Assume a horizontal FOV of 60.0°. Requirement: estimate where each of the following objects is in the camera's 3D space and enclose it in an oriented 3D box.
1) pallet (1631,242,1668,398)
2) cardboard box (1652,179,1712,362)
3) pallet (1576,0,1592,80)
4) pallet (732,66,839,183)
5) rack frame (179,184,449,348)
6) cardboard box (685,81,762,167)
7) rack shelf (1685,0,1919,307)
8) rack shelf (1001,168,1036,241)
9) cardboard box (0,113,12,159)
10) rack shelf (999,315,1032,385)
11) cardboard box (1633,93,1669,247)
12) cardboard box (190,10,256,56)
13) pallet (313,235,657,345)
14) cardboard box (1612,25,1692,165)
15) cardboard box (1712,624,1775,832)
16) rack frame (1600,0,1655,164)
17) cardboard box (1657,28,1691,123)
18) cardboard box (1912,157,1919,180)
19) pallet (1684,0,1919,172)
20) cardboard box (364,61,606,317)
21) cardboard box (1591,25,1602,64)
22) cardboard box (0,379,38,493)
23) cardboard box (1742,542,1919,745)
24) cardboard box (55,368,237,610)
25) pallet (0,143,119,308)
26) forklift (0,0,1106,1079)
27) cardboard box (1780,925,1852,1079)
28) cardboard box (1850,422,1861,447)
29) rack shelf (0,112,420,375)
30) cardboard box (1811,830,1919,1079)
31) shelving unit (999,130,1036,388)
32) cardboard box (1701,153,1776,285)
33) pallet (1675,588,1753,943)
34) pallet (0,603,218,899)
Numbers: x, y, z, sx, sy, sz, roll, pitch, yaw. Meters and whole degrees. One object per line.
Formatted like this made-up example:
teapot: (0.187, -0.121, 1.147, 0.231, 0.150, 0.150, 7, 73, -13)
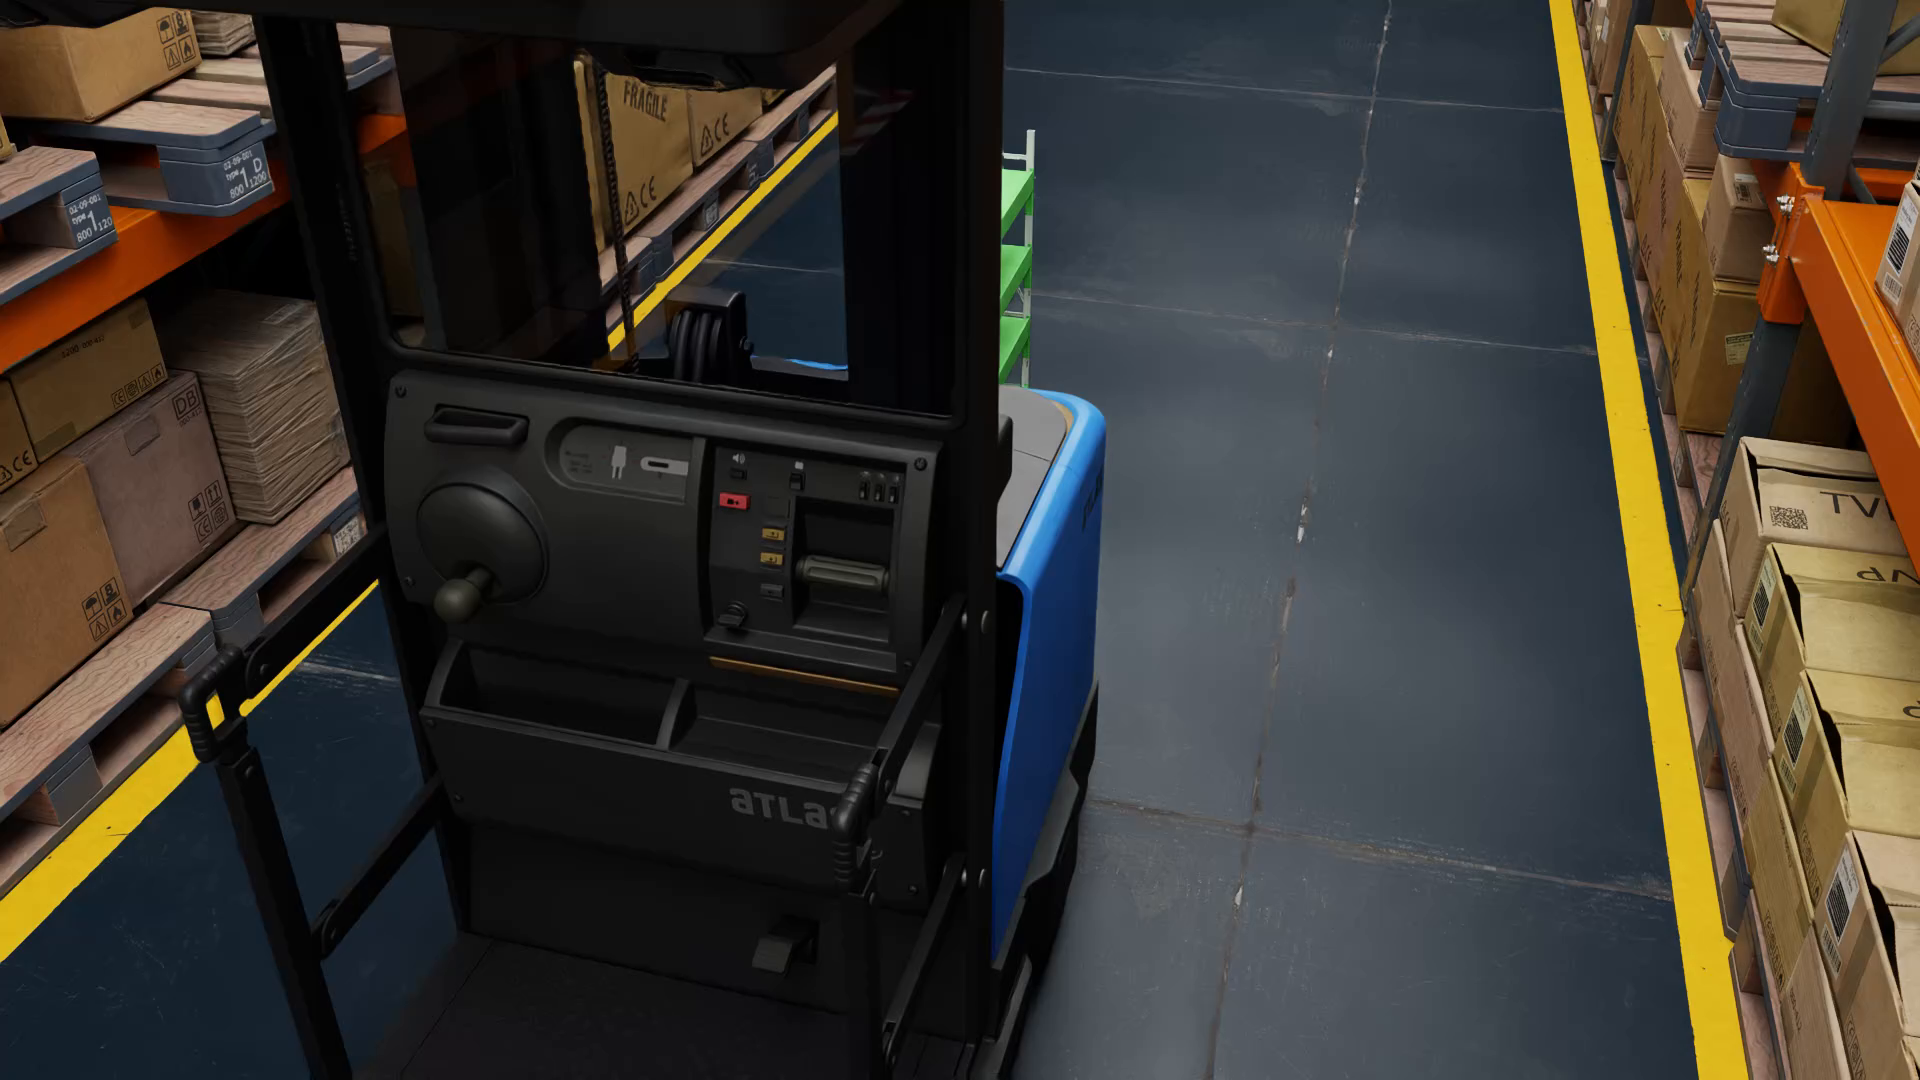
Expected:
pallet: (3.170, -0.844, 6.381, 1.003, 0.211, 1.213, 8, 33, 12)
cardboard box: (2.774, -0.924, 5.828, 0.500, 0.500, 0.500, 7, 33, 11)
pallet: (4.130, -2.898, 9.612, 1.003, 0.211, 1.213, 8, 33, 12)
pallet: (-1.268, -2.168, 8.464, 1.003, 0.211, 1.213, 8, 33, 12)
rack frame: (-2.160, -1.680, 5.097, 1.000, 3.000, 0.127, 8, 33, 12)
cardboard box: (-1.407, -2.209, 7.542, 0.750, 0.750, 0.750, 9, 34, 14)
rack shelf: (3.140, -1.742, 5.865, 1.077, 0.370, 4.000, 8, 33, 12)
rack shelf: (0.042, -0.943, 4.840, 0.258, 0.148, 0.480, 8, 33, 12)
cardboard box: (-2.564, -1.013, 3.545, 0.700, 0.500, 0.500, 8, 33, 12)
rack shelf: (0.042, -0.538, 5.098, 0.258, 0.148, 0.480, 8, 33, 12)
cardboard box: (3.030, -1.460, 6.670, 0.500, 0.500, 0.500, 8, 33, 13)
cardboard box: (-2.270, -1.663, 4.566, 0.700, 0.500, 0.500, 4, 33, 7)
pallet: (-1.887, -0.902, 6.473, 1.003, 0.211, 1.213, 8, 33, 12)
cardboard box: (3.289, -1.996, 7.514, 0.500, 0.500, 0.500, 7, 33, 10)
cardboard box: (2.089, 0.468, 3.889, 0.500, 0.250, 0.500, 7, 33, 11)
rack frame: (3.647, -3.083, 7.304, 1.000, 3.000, 0.127, 8, 33, 12)
cardboard box: (3.035, -1.794, 6.497, 0.500, 0.250, 0.500, 8, 33, 12)
cardboard box: (2.498, -0.787, 3.776, 0.500, 0.311, 0.500, 10, 34, 15)
pallet: (2.736, -1.288, 4.659, 1.213, 0.211, 1.003, 8, 33, 12)
cardboard box: (-1.847, -1.314, 6.133, 0.750, 0.750, 0.750, 8, 33, 12)
cardboard box: (3.555, -2.603, 8.796, 0.380, 0.149, 0.250, 8, 33, 12)
cardboard box: (-2.623, -0.192, 3.977, 0.500, 0.250, 0.500, 8, 33, 12)
cardboard box: (2.090, 0.244, 3.719, 0.500, 0.311, 0.500, 7, 33, 11)
cardboard box: (-2.536, -0.179, 4.655, 0.700, 0.500, 0.500, 8, 33, 12)
pallet: (-2.623, -0.566, 3.524, 1.003, 0.211, 1.213, 8, 33, 12)
forklift: (-0.545, 0.034, 2.464, 1.130, 2.935, 3.031, 9, 33, 13)
cardboard box: (1.832, 1.005, 3.045, 0.500, 0.250, 0.500, 9, 33, 13)
cardboard box: (3.152, -0.608, 5.331, 0.500, 0.500, 0.500, 7, 33, 11)
rack shelf: (-2.668, -0.339, 3.657, 1.077, 0.370, 4.000, 8, 33, 12)
cardboard box: (1.829, 0.776, 2.883, 0.500, 0.311, 0.500, 8, 33, 12)
shelving unit: (0.042, -0.592, 5.063, 0.258, 1.200, 0.503, 8, 33, 12)
cardboard box: (2.653, -1.002, 5.251, 0.500, 0.250, 0.500, 9, 34, 14)
pallet: (2.386, 0.591, 4.124, 1.003, 0.211, 1.213, 8, 33, 12)
pallet: (-2.671, 0.533, 4.215, 1.003, 0.211, 1.213, 8, 33, 12)
